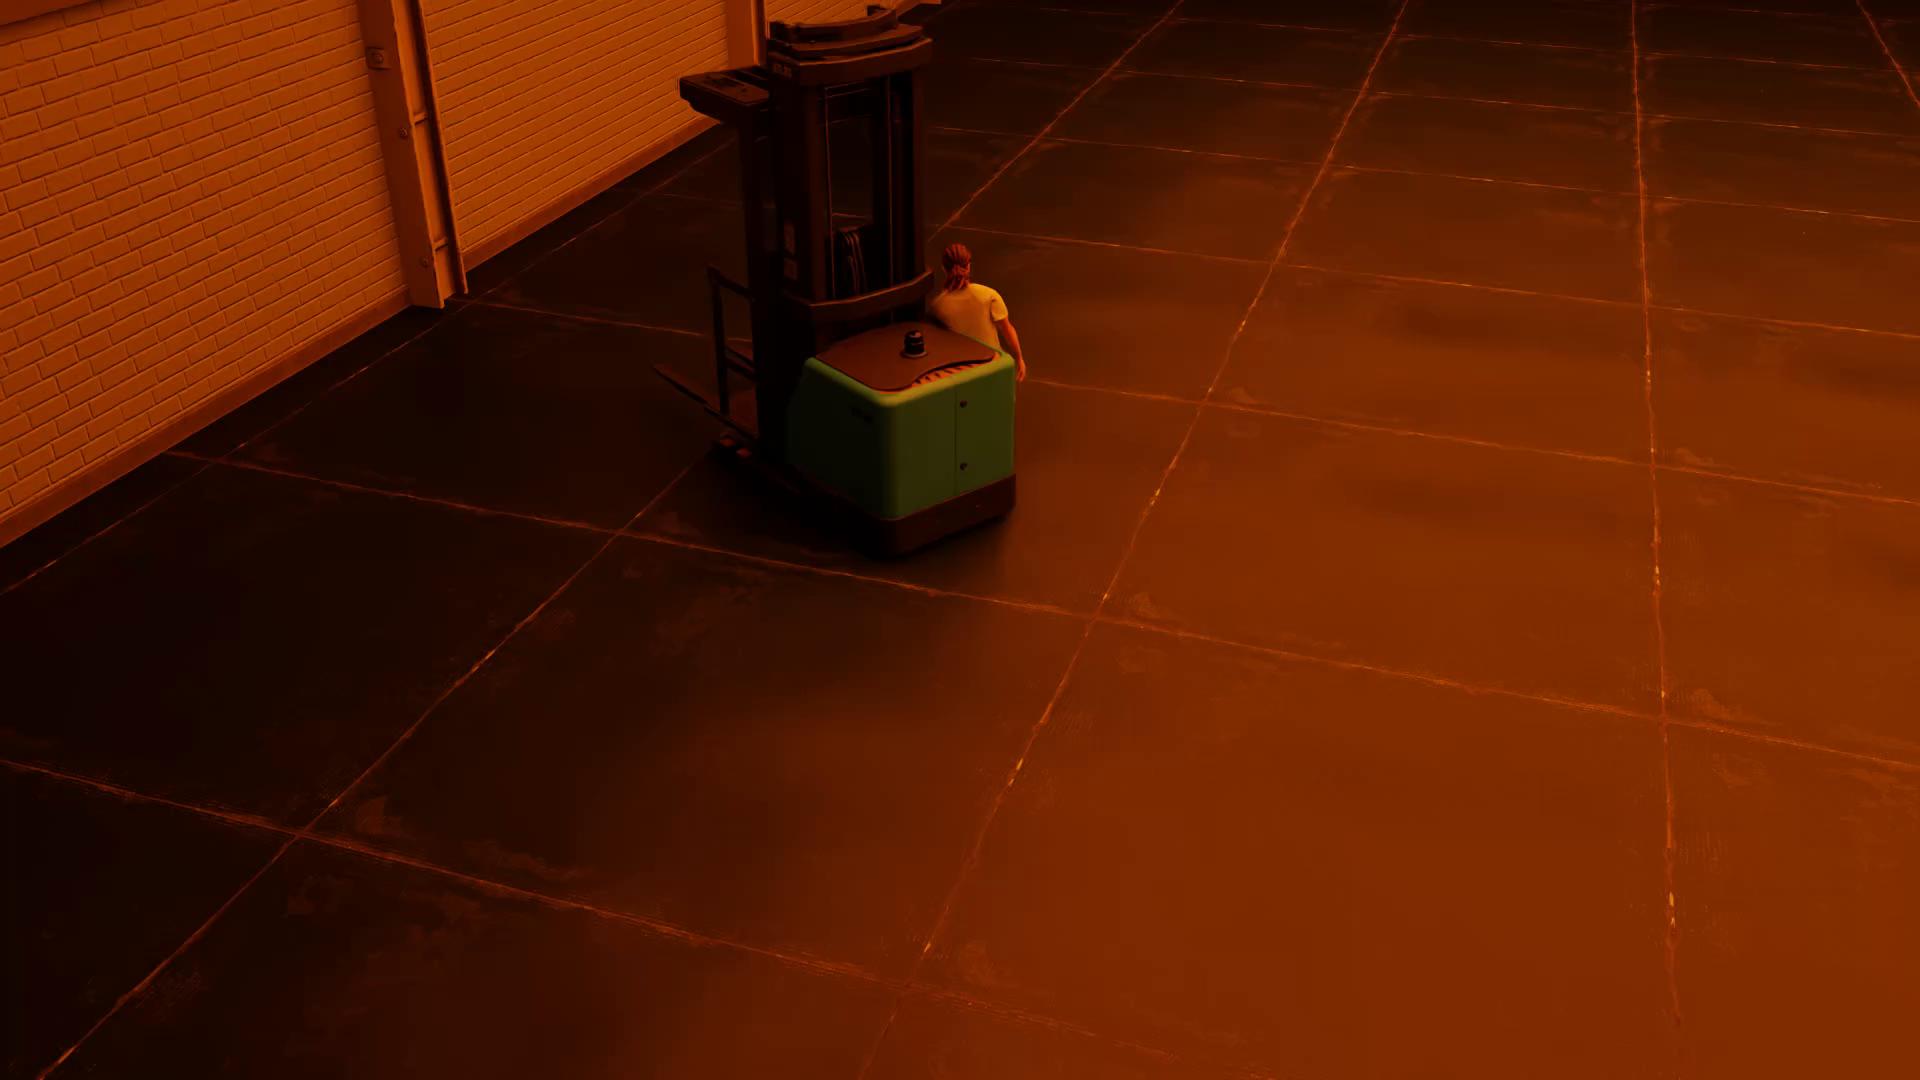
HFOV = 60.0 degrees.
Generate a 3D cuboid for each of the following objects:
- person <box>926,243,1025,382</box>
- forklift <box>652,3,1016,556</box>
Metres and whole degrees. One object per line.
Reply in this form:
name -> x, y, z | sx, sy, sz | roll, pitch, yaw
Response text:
person -> 0.004, -1.211, 10.605 | 0.829, 1.504, 0.966 | 1, 30, 2
forklift -> -0.976, -1.841, 10.366 | 1.130, 2.935, 3.031 | -22, 36, -33
